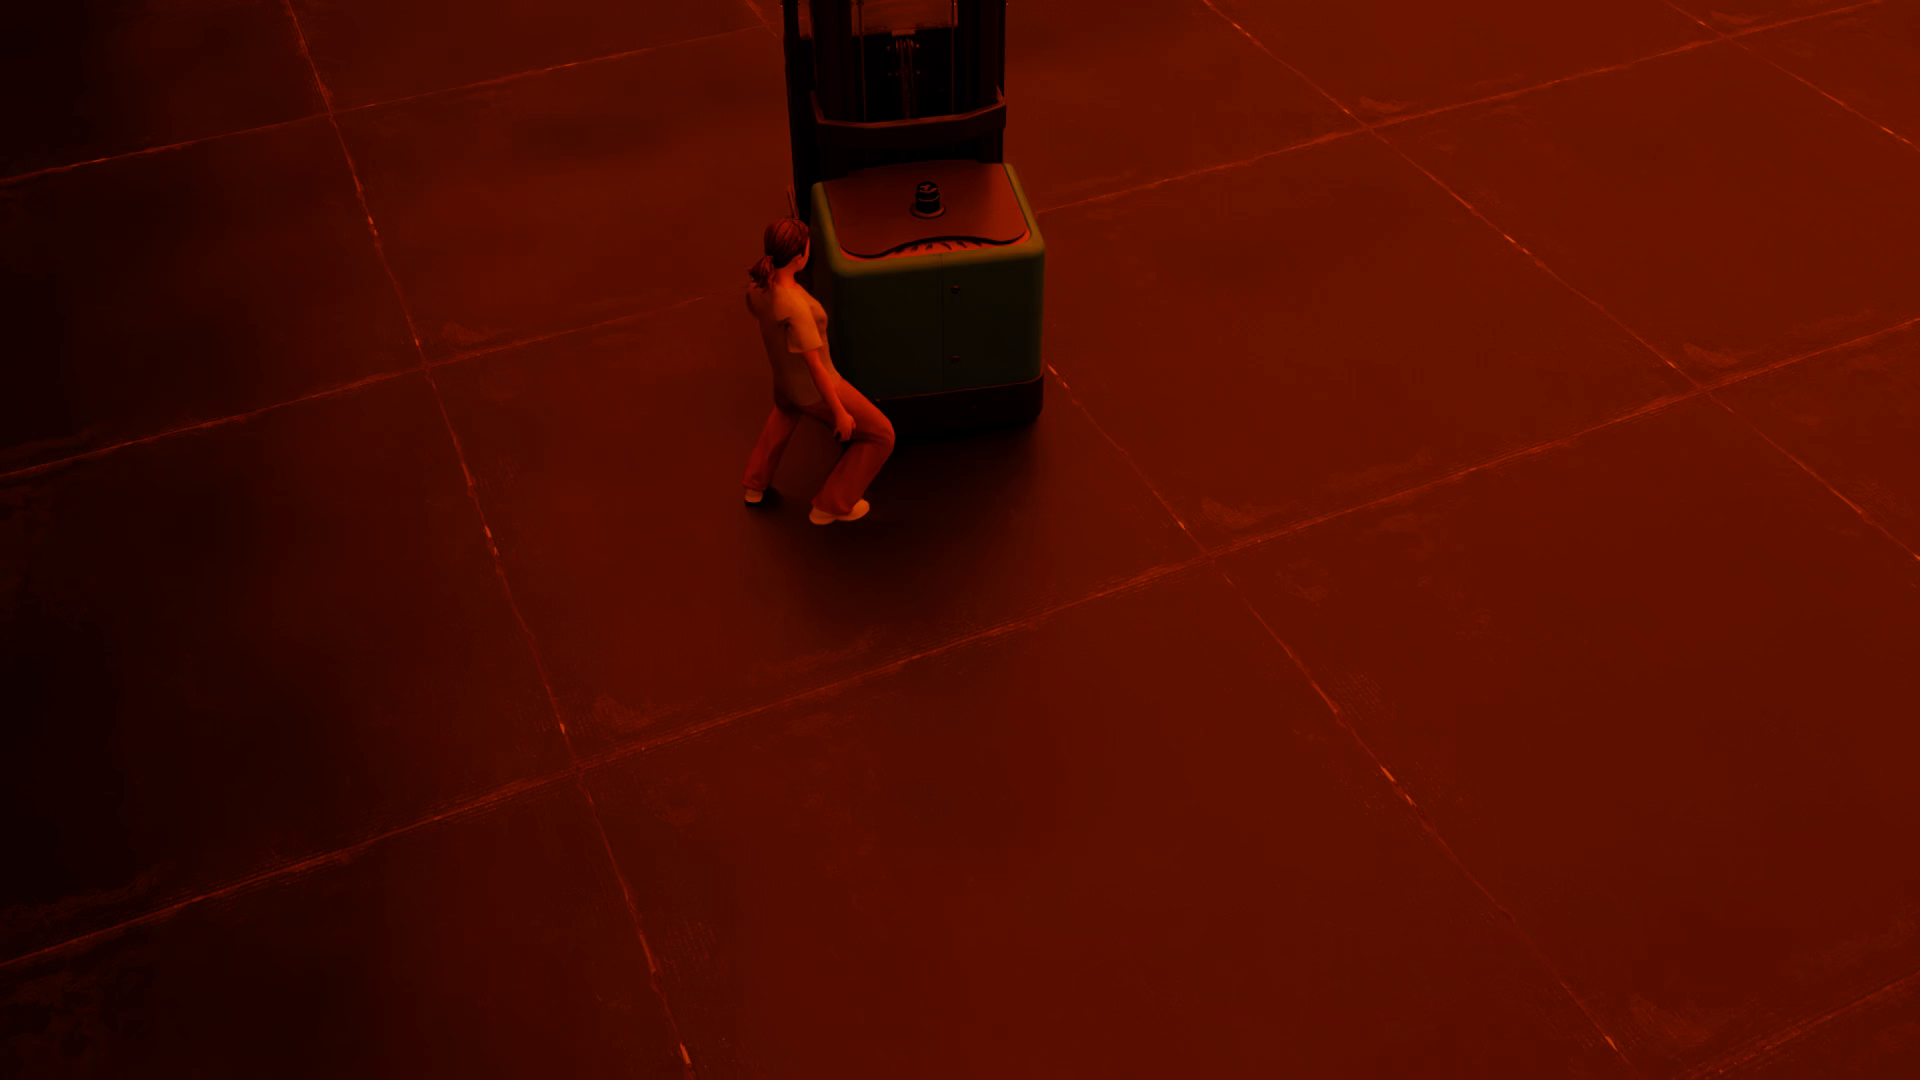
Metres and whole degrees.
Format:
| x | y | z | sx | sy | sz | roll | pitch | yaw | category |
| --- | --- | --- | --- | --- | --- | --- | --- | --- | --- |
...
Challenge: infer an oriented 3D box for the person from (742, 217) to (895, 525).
| x | y | z | sx | sy | sz | roll | pitch | yaw | category |
| --- | --- | --- | --- | --- | --- | --- | --- | --- | --- |
| -0.692 | -0.747 | 7.498 | 0.586 | 1.573 | 0.848 | -23 | 48 | -23 | person |

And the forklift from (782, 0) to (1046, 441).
| x | y | z | sx | sy | sz | roll | pitch | yaw | category |
| --- | --- | --- | --- | --- | --- | --- | --- | --- | --- |
| -0.365 | -2.580 | 8.445 | 1.130 | 2.935 | 3.031 | -7 | 44 | -8 | forklift |
